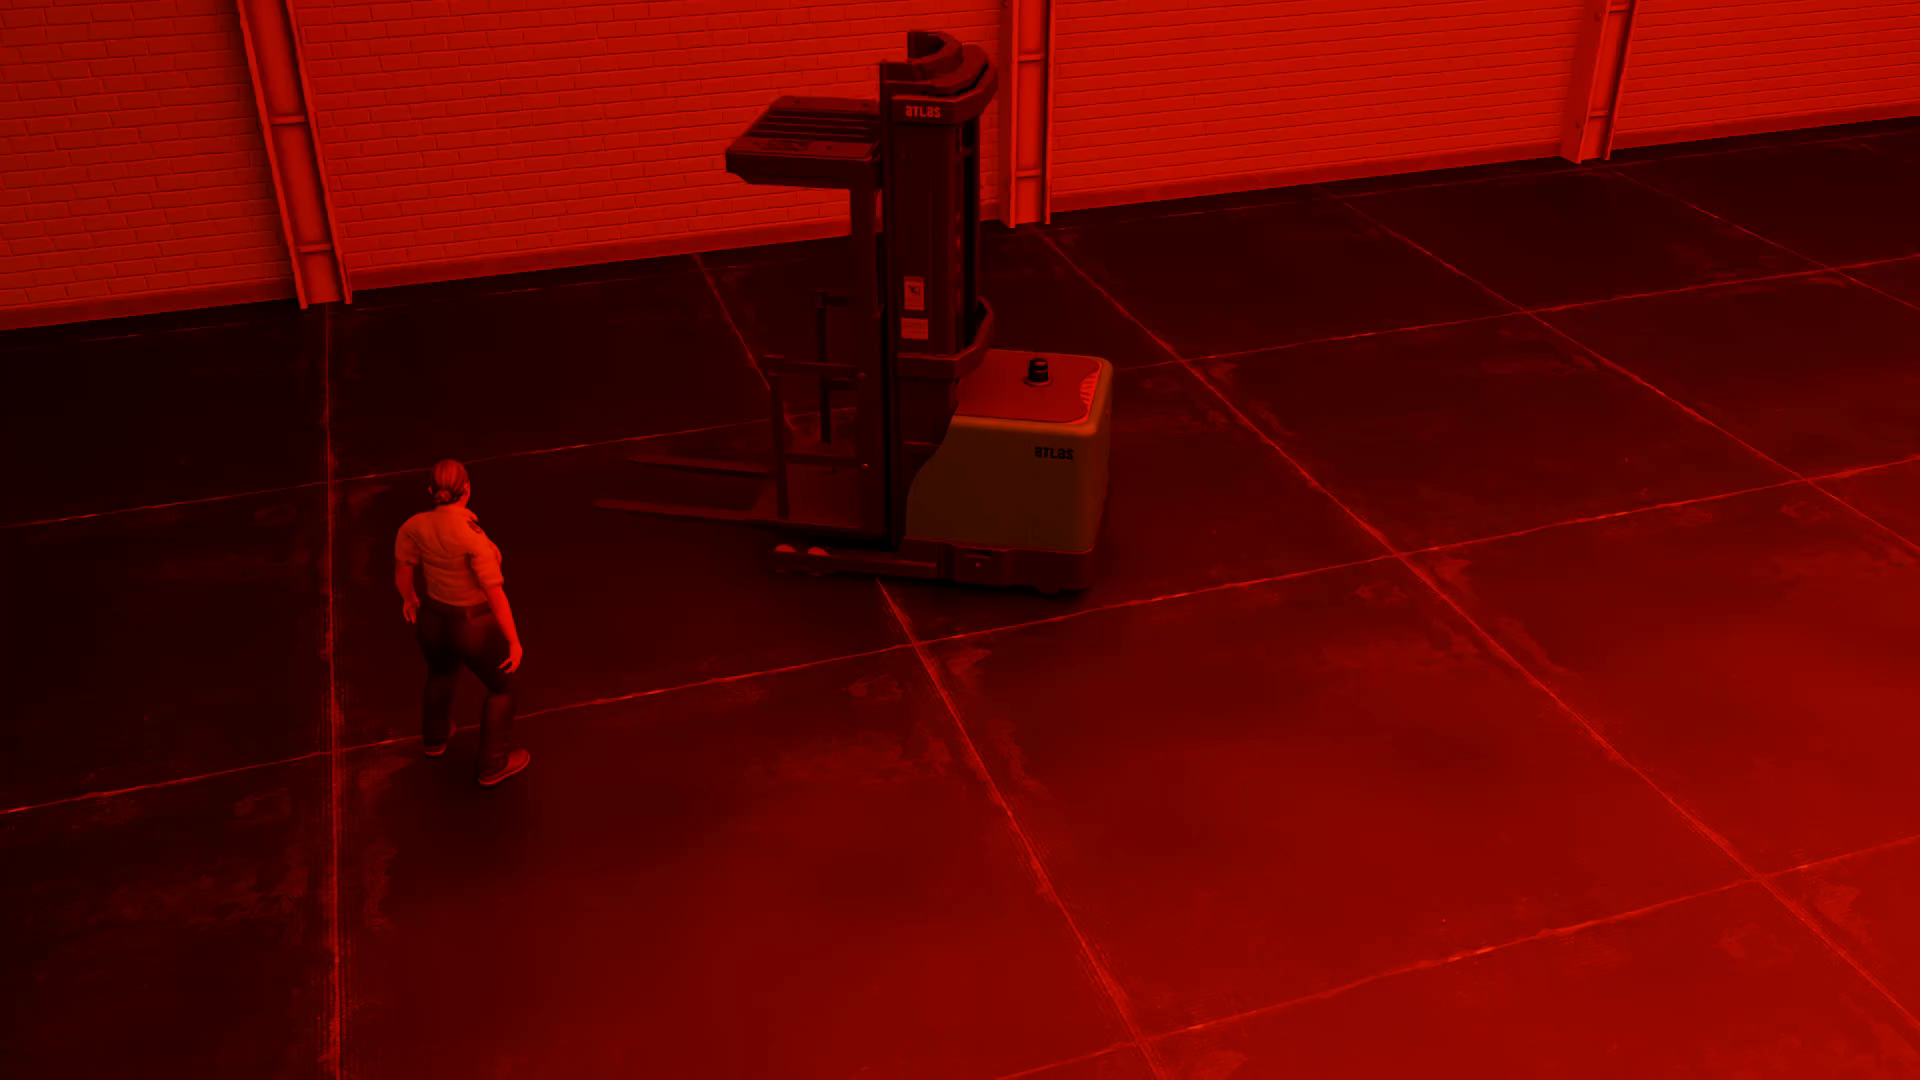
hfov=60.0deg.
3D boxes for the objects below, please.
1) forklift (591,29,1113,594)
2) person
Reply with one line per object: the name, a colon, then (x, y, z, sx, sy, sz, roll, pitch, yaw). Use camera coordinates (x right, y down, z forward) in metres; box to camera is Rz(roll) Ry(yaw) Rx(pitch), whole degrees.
forklift: (-0.660, -1.310, 9.364, 3.031, 2.935, 1.130, 5, 30, 9)
person: (-2.337, 0.386, 7.748, 0.779, 1.611, 0.372, 12, 32, 20)
